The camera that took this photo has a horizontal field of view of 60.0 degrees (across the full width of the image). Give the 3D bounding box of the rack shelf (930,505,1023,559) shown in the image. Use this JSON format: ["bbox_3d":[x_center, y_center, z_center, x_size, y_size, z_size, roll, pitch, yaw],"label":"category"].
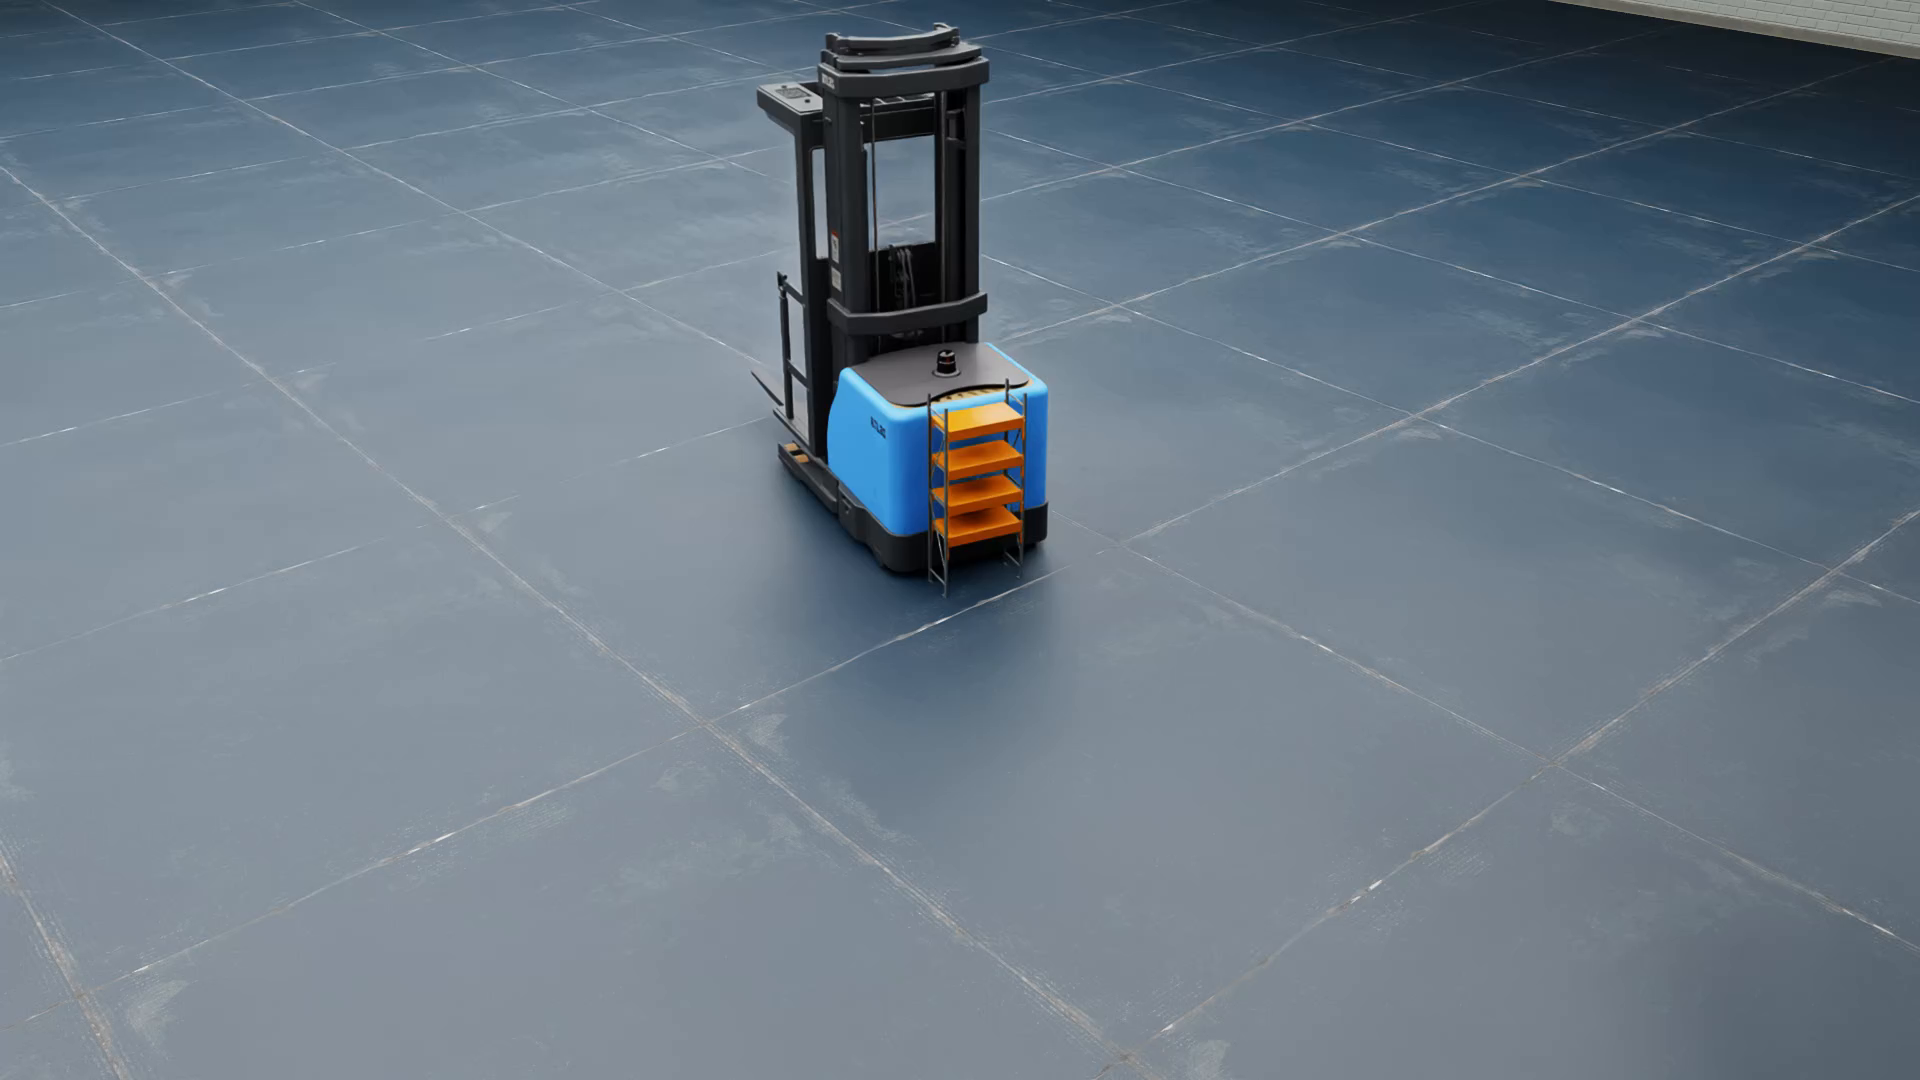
[{"bbox_3d":[0.093,-0.055,9.642,0.480,0.148,0.258,-13,31,-23],"label":"rack shelf"}]

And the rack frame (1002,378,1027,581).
[{"bbox_3d":[0.313,-0.339,9.609,0.015,1.200,0.240,-13,31,-23],"label":"rack frame"}]

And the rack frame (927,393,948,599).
[{"bbox_3d":[-0.126,-0.239,9.421,0.015,1.200,0.240,-13,31,-23],"label":"rack frame"}]

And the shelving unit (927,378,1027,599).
[{"bbox_3d":[0.093,-0.289,9.515,0.503,1.200,0.258,-13,31,-23],"label":"shelving unit"}]

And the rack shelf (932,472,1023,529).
[{"bbox_3d":[0.093,-0.230,9.547,0.480,0.148,0.258,-13,31,-23],"label":"rack shelf"}]

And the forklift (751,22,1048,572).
[{"bbox_3d":[-0.564,-1.773,10.458,1.130,2.935,3.031,-13,31,-23],"label":"forklift"}]

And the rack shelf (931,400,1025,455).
[{"bbox_3d":[0.095,-0.634,9.327,0.480,0.148,0.258,-13,31,-23],"label":"rack shelf"}]

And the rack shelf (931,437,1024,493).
[{"bbox_3d":[0.094,-0.426,9.440,0.480,0.148,0.258,-13,31,-23],"label":"rack shelf"}]
